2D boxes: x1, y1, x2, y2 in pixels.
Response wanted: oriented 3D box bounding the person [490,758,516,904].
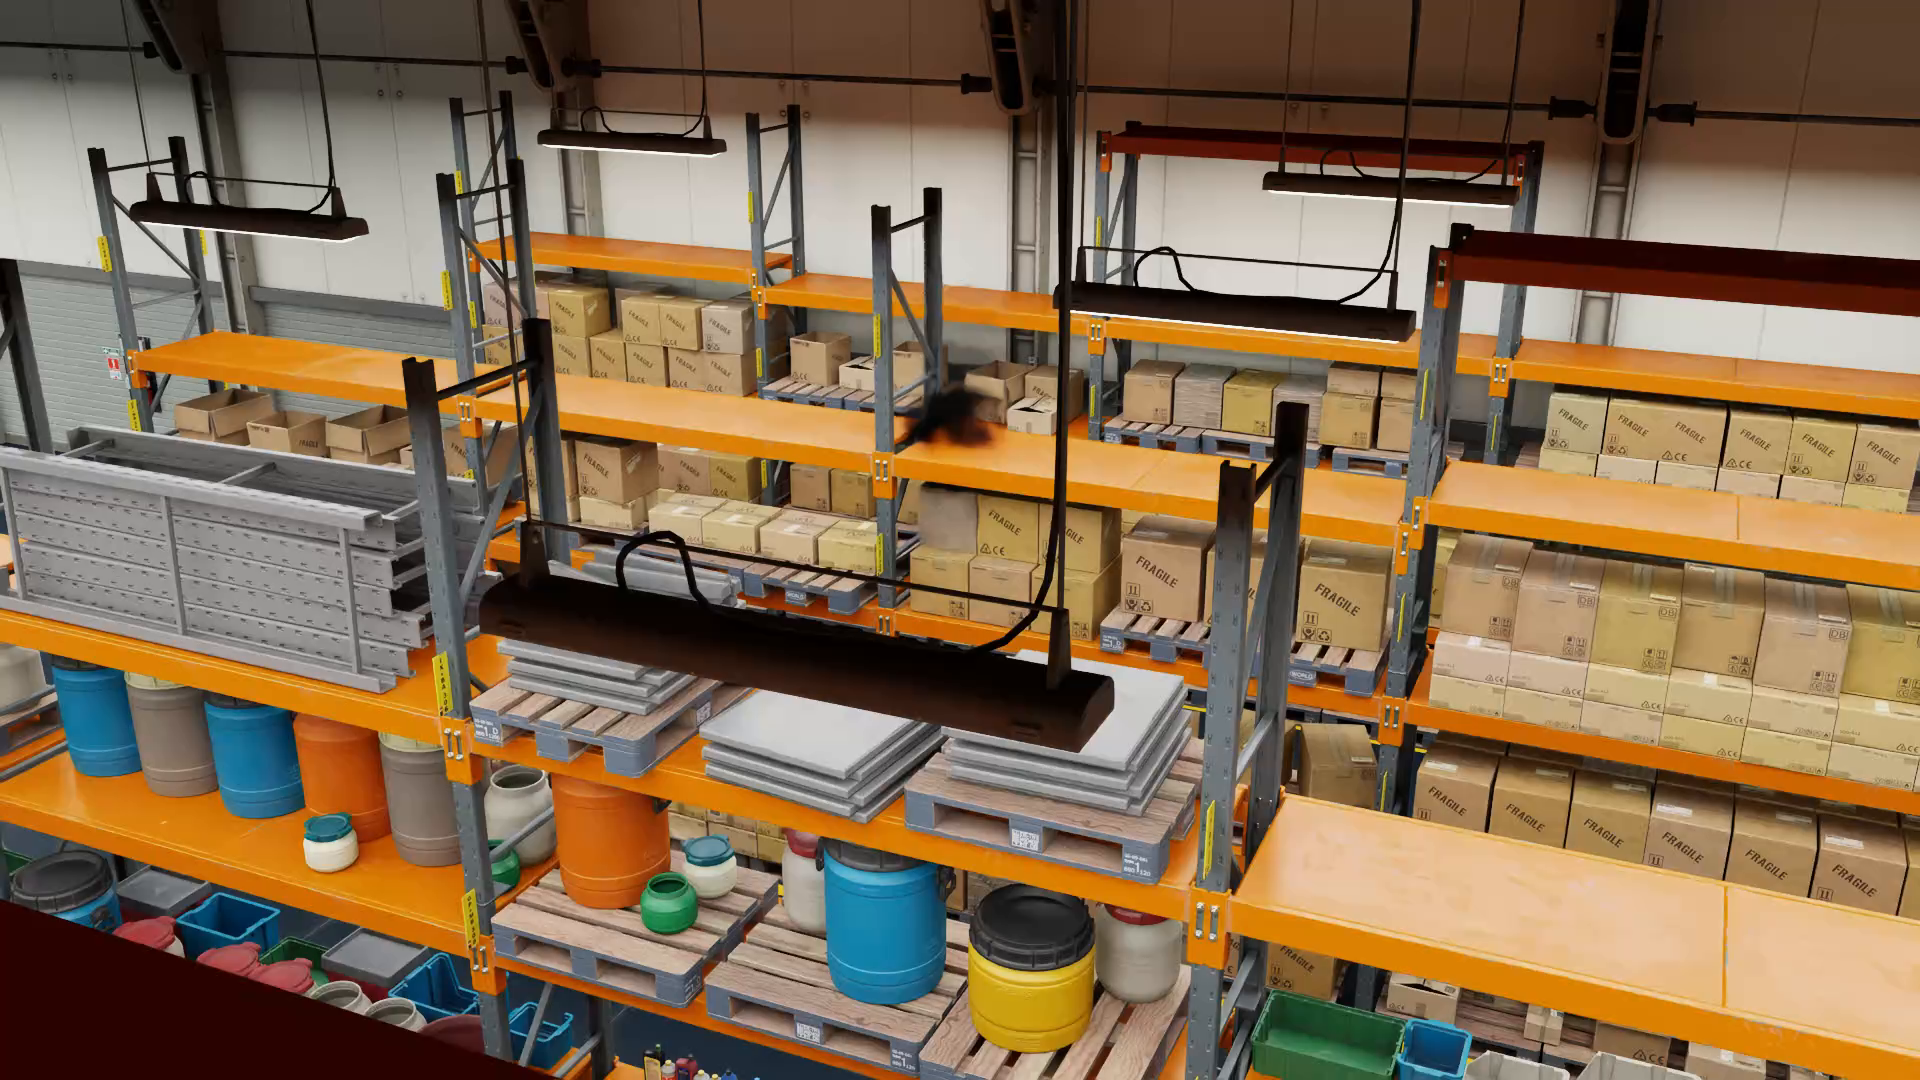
[{"bbox_3d":[-3.759,2.421,13.094,0.773,1.811,0.685,5,21,12],"label":"person"}]
